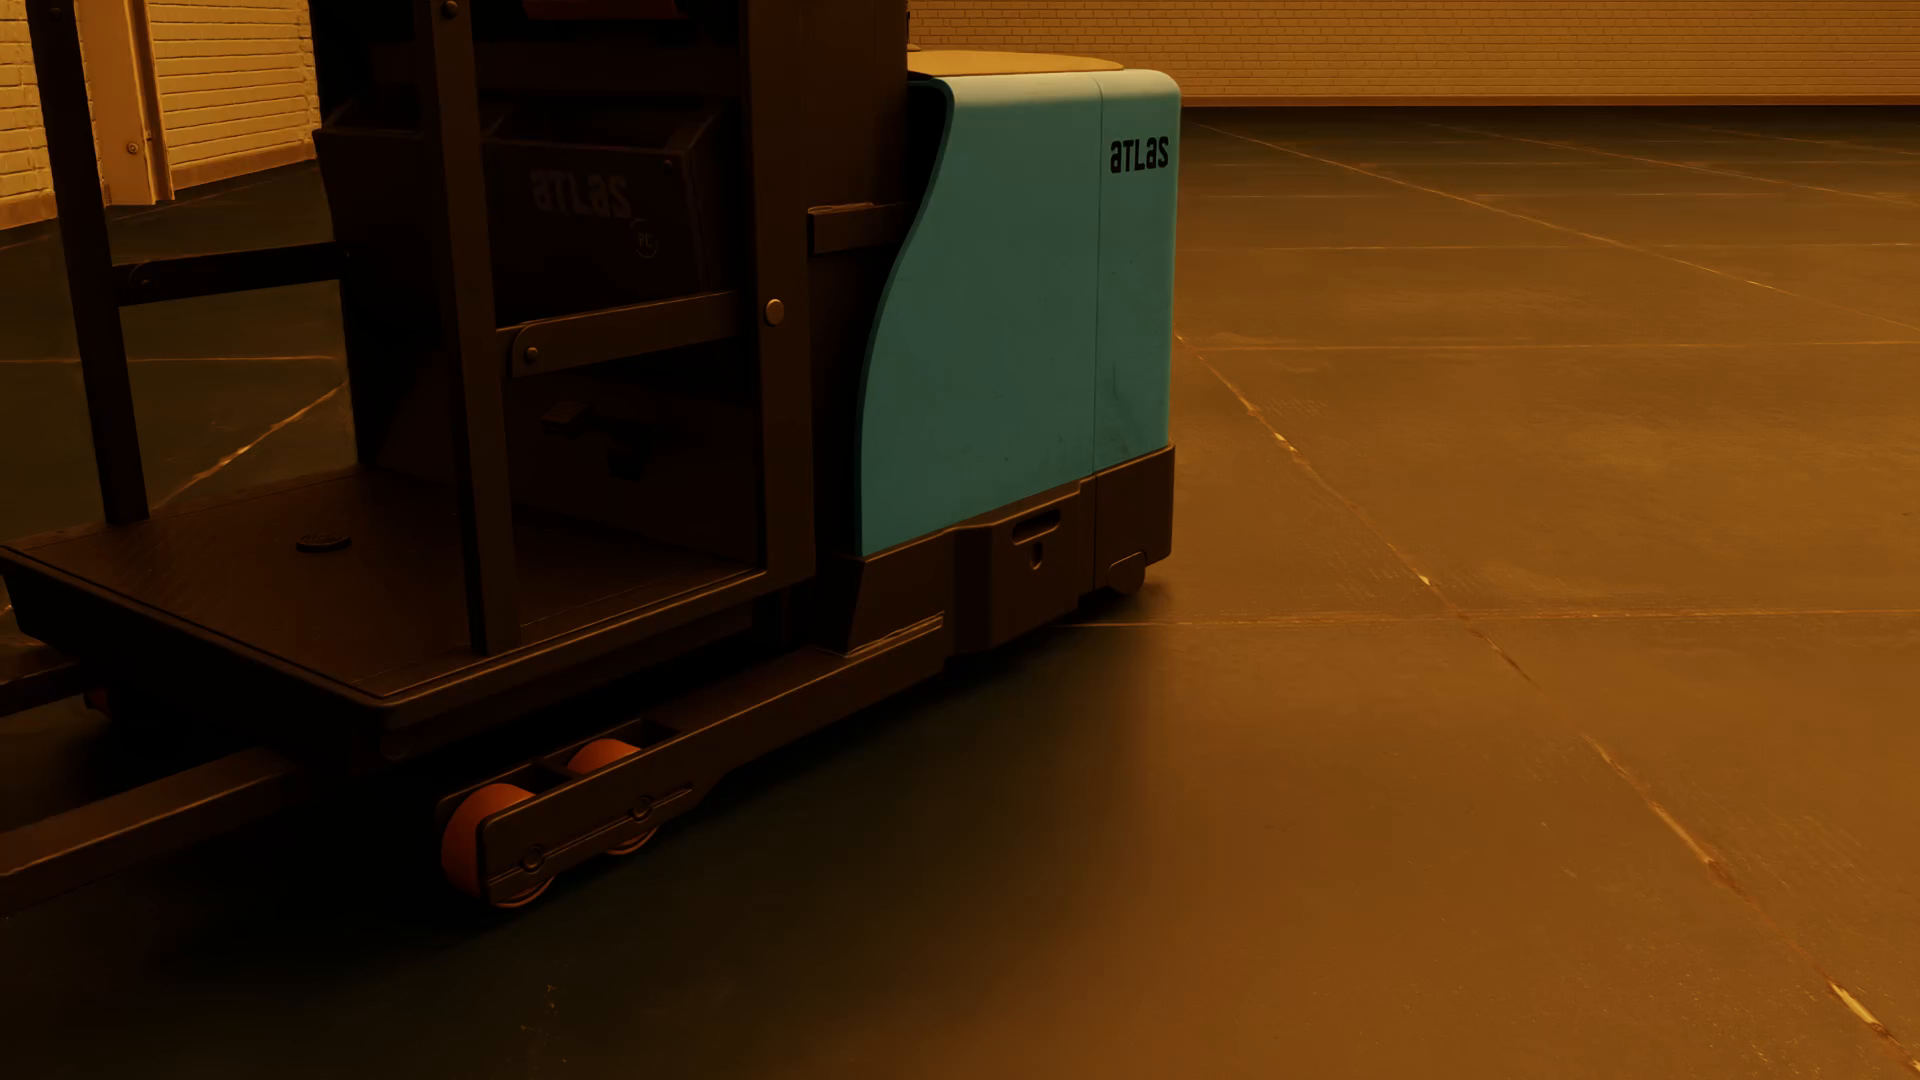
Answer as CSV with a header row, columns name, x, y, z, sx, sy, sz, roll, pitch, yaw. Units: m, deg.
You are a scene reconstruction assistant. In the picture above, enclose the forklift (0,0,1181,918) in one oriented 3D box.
name,x,y,z,sx,sy,sz,roll,pitch,yaw
forklift,-0.844,-1.061,2.377,1.130,2.935,3.031,13,21,36
